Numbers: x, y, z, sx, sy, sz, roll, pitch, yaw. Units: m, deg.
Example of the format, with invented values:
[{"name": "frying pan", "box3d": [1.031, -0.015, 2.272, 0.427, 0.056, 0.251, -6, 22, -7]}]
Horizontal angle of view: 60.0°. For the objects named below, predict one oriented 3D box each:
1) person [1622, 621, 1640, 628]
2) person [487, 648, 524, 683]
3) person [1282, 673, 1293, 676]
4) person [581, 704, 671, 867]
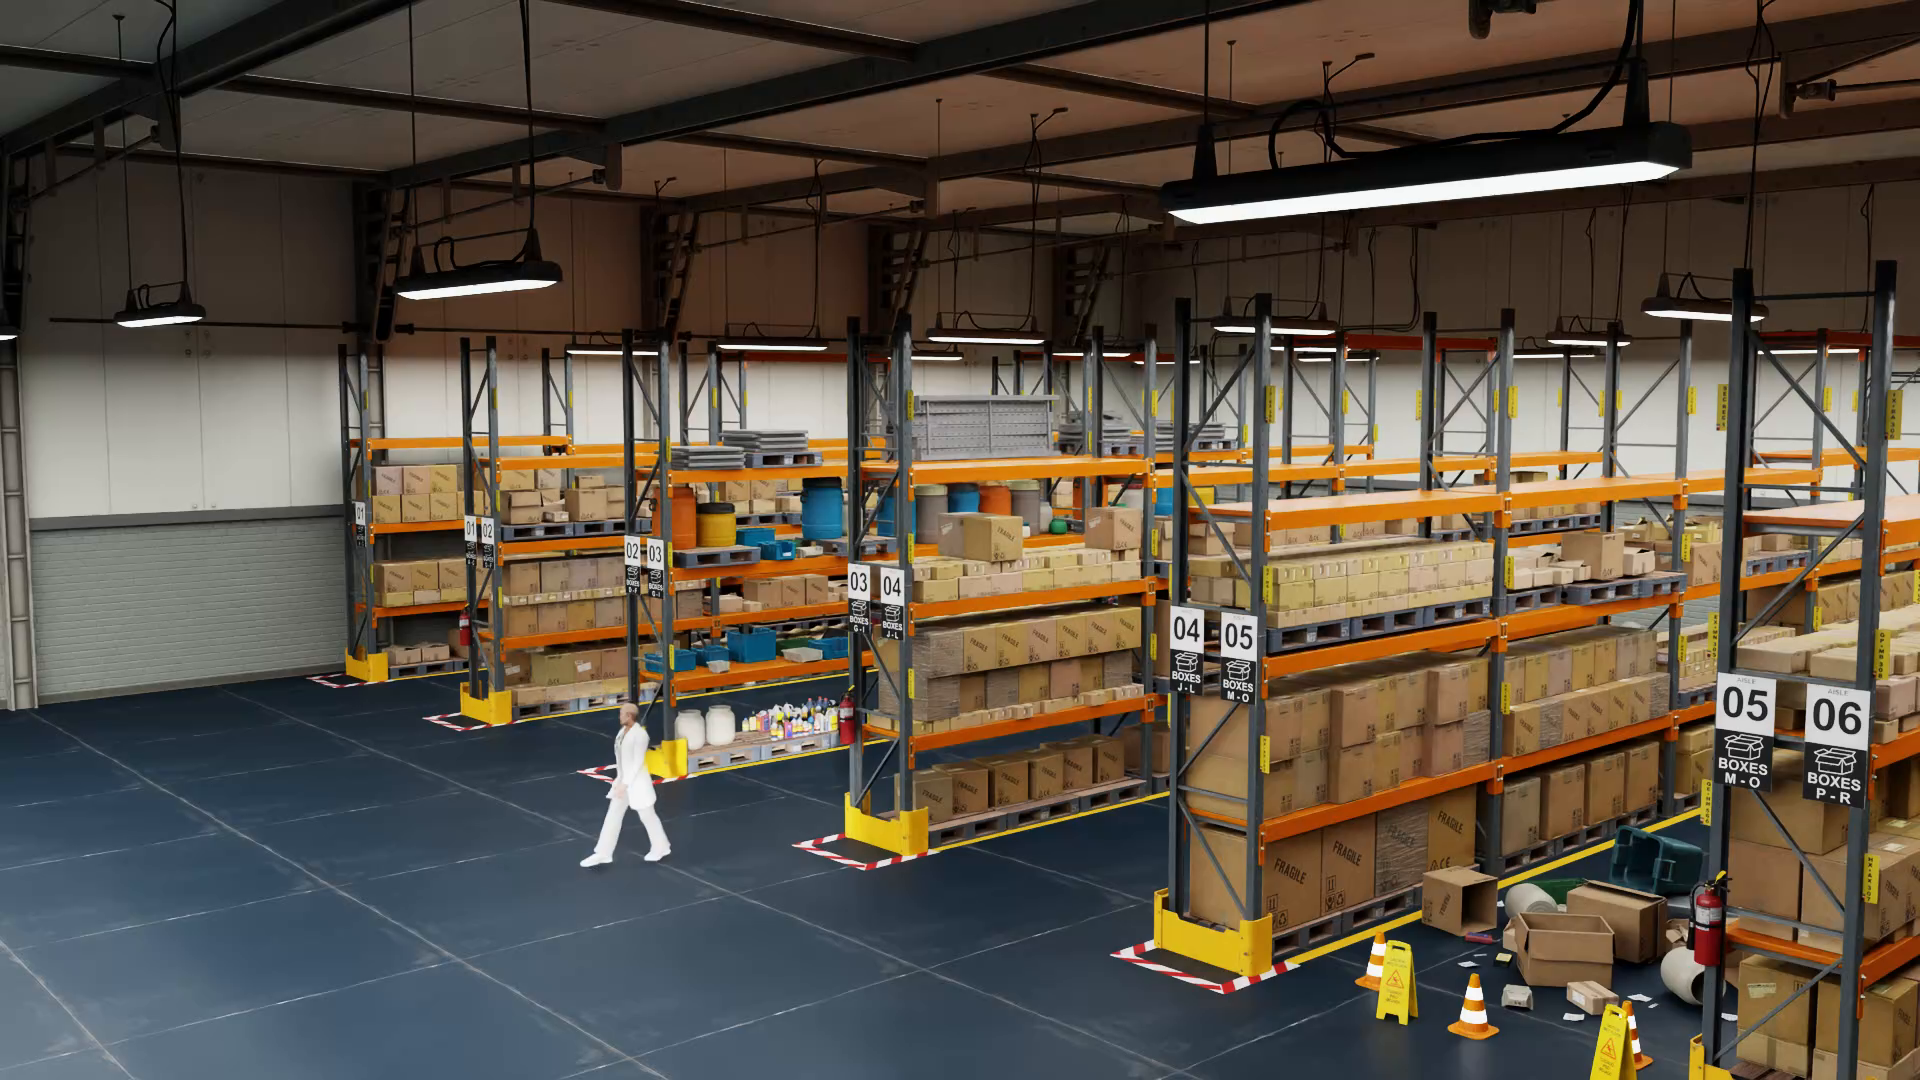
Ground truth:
[{"name": "person", "box3d": [10.112, 2.076, 25.144, 0.503, 1.681, 0.444, 1, 5, 10]}, {"name": "person", "box3d": [-7.886, 1.762, 29.169, 0.436, 1.536, 1.003, 1, 5, 13]}, {"name": "person", "box3d": [4.066, 2.464, 20.868, 0.468, 1.616, 0.987, 5, 7, 44]}, {"name": "person", "box3d": [-3.640, 2.654, 18.075, 1.046, 1.744, 0.609, -5, 7, -42]}]
